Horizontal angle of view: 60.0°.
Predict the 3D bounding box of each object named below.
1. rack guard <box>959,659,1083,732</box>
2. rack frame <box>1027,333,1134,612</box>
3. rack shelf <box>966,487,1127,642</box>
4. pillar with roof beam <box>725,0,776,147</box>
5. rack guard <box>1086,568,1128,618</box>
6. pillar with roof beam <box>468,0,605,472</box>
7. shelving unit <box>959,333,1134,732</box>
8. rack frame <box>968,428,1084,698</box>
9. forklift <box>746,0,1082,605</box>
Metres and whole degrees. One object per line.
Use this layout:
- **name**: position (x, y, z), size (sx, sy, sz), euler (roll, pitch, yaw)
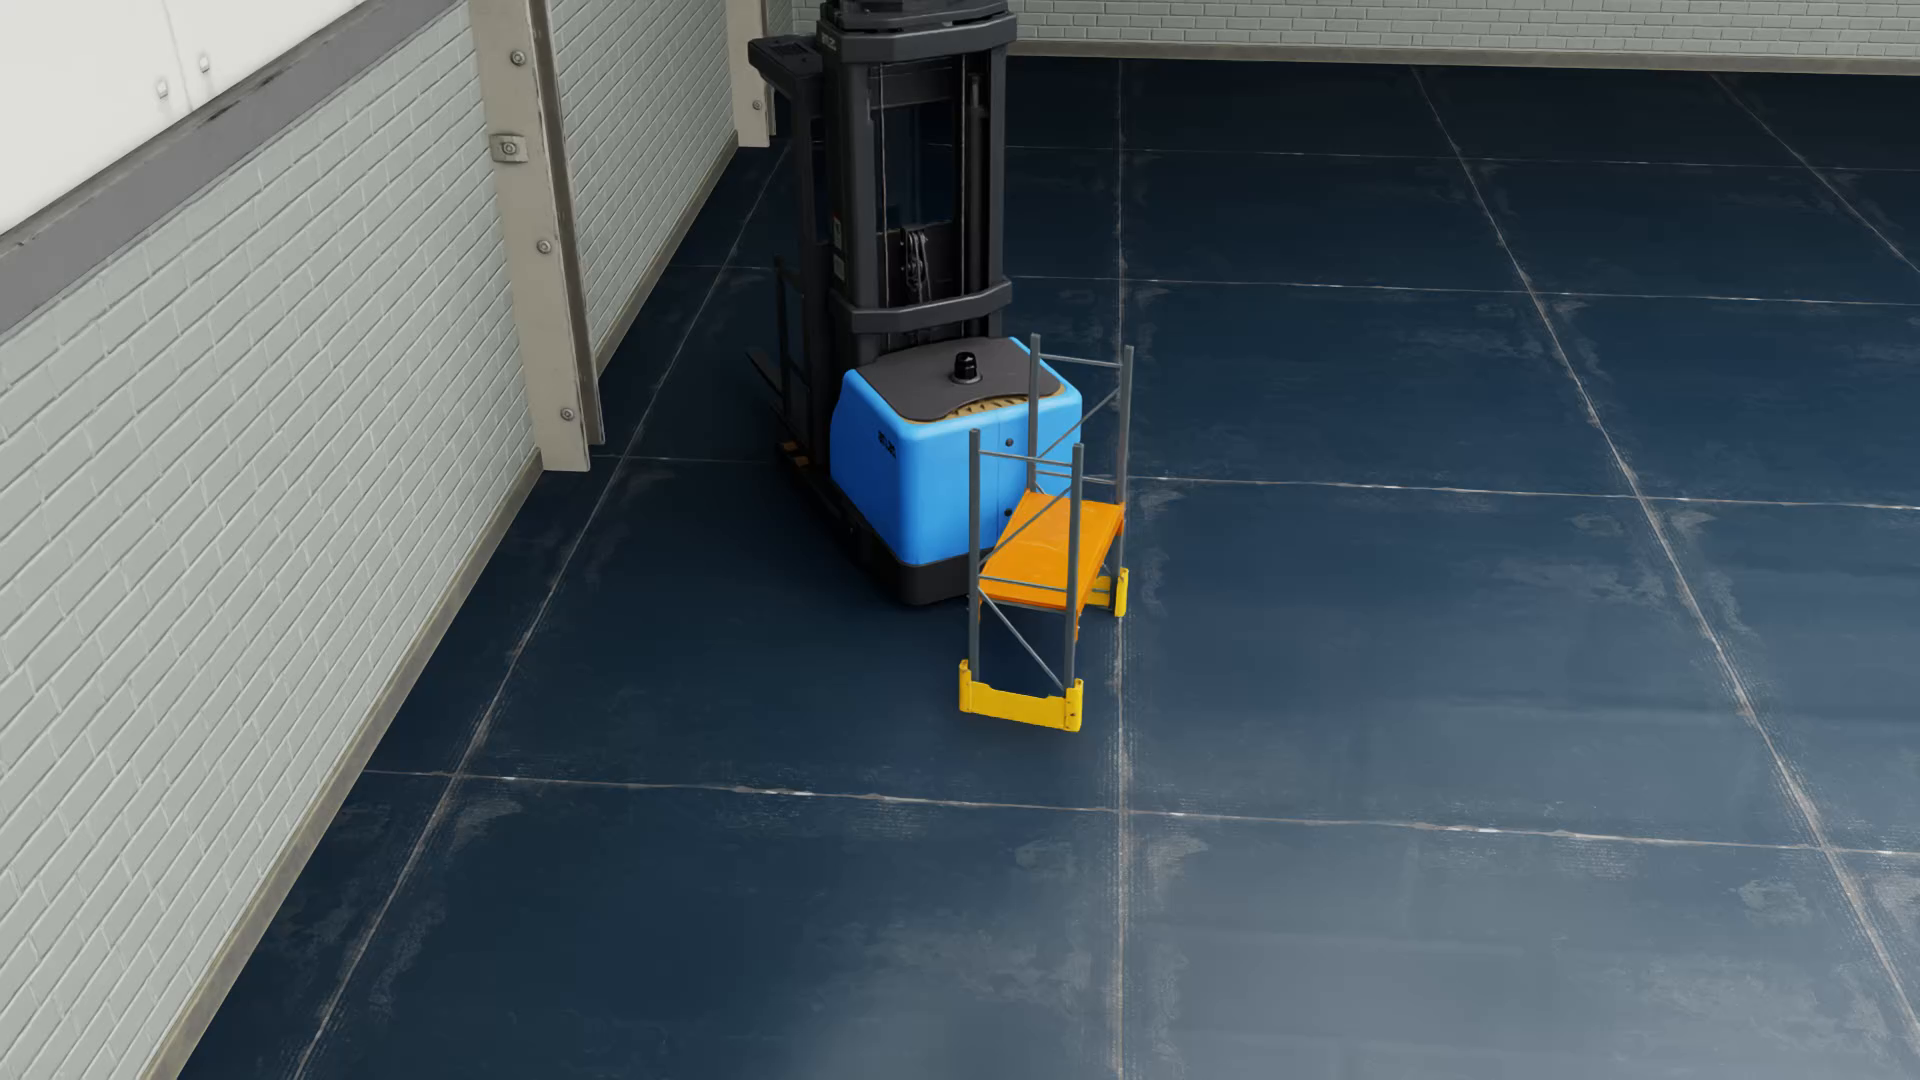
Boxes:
- **rack guard**: position (0.283, 0.731, 7.825), size (0.587, 0.250, 0.087), euler (9, 33, 14)
- **rack frame**: position (0.580, -0.310, 8.324), size (0.500, 1.500, 0.032), euler (9, 33, 14)
- **rack shelf**: position (0.432, 0.098, 8.004), size (0.538, 0.185, 1.000), euler (9, 33, 14)
- **pillar with roof beam**: position (2.426, -7.302, 12.521), size (9.100, 9.000, 0.400), euler (2, 32, 4)
- **rack guard**: position (0.575, 0.232, 8.636), size (0.587, 0.250, 0.087), euler (9, 33, 14)
- **pillar with roof beam**: position (1.937, -4.165, 7.430), size (9.100, 9.000, 0.400), euler (2, 32, 4)
- **shelving unit**: position (0.429, -0.051, 7.902), size (0.587, 1.500, 1.083), euler (9, 33, 14)
- **rack frame**: position (0.283, 0.200, 7.496), size (0.500, 1.500, 0.032), euler (9, 33, 14)
- **forklift**: position (-0.449, -1.666, 9.160), size (1.130, 2.935, 3.031), euler (-14, 34, -21)
